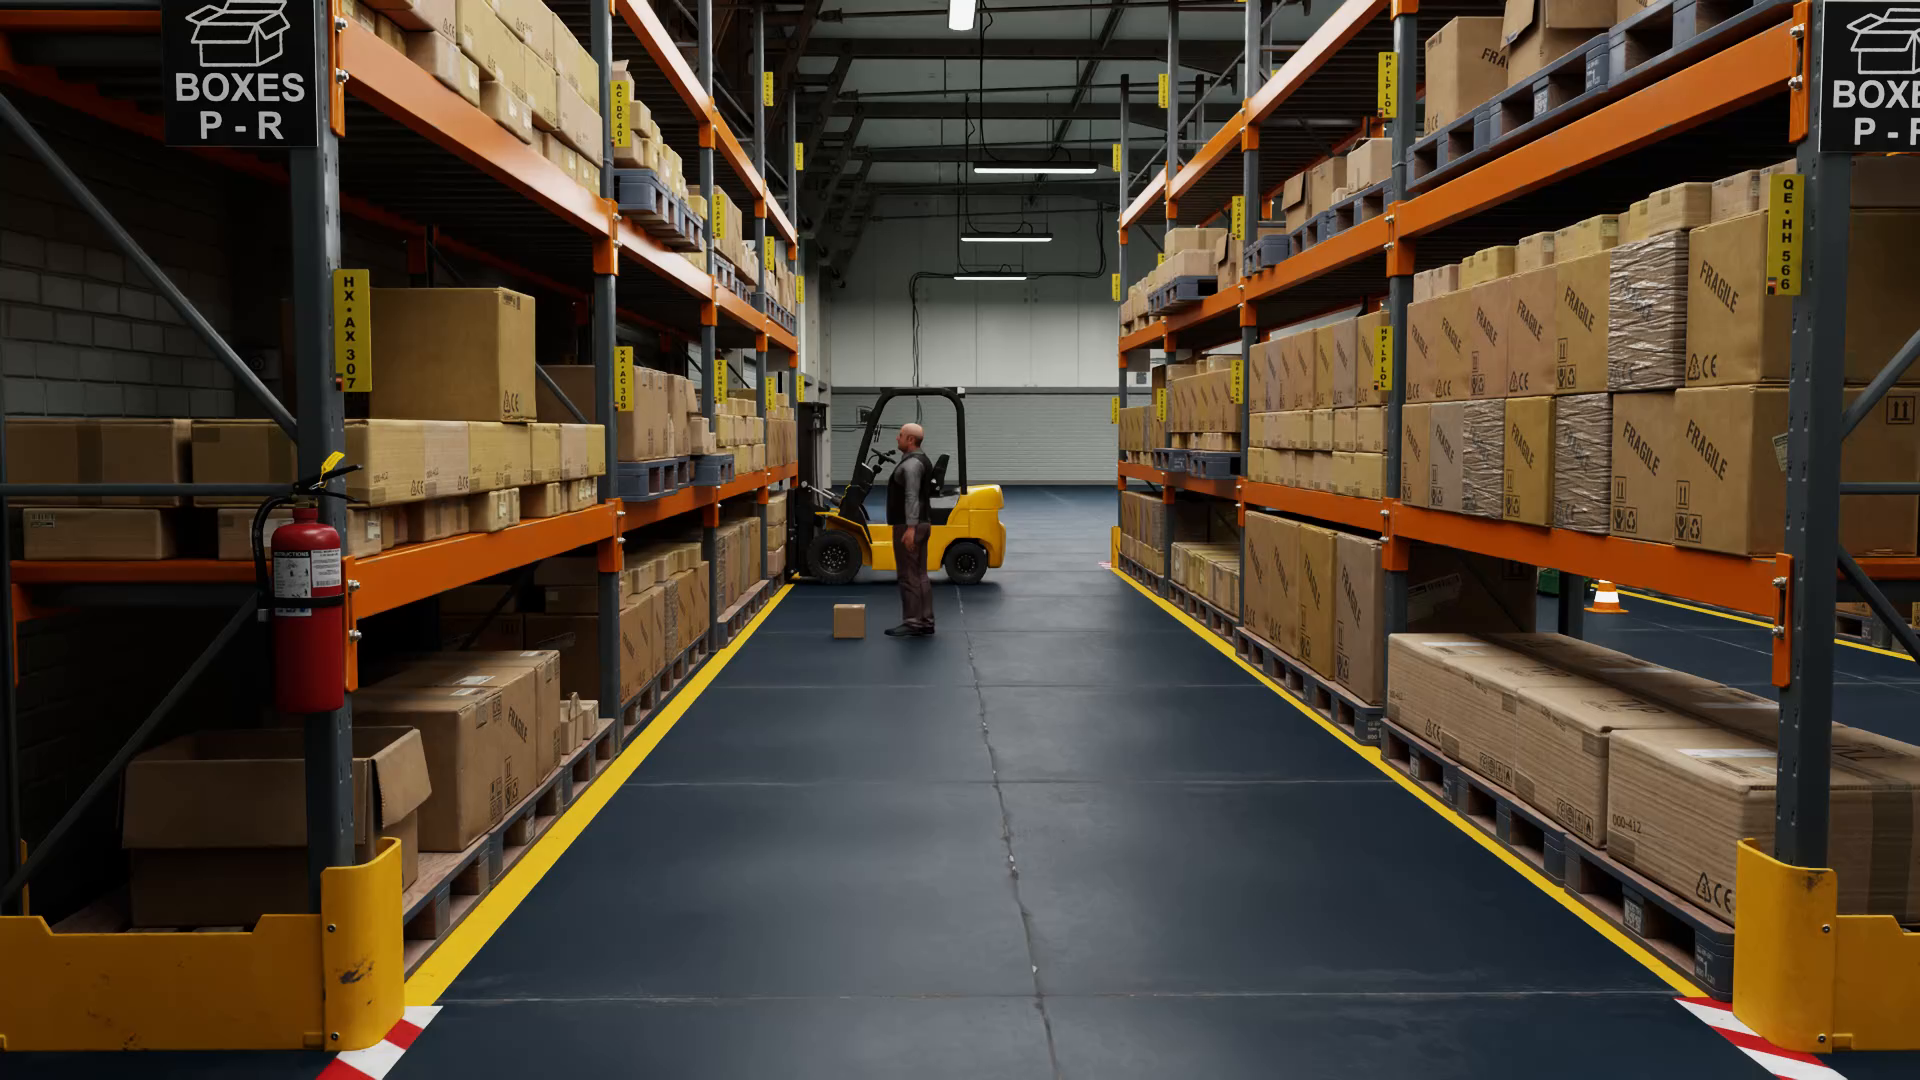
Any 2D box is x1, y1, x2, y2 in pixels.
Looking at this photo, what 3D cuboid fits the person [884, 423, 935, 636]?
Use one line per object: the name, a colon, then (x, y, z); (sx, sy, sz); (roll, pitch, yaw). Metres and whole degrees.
person: (-0.394, -0.088, 13.540); (0.384, 1.721, 0.593); (1, 4, 13)
